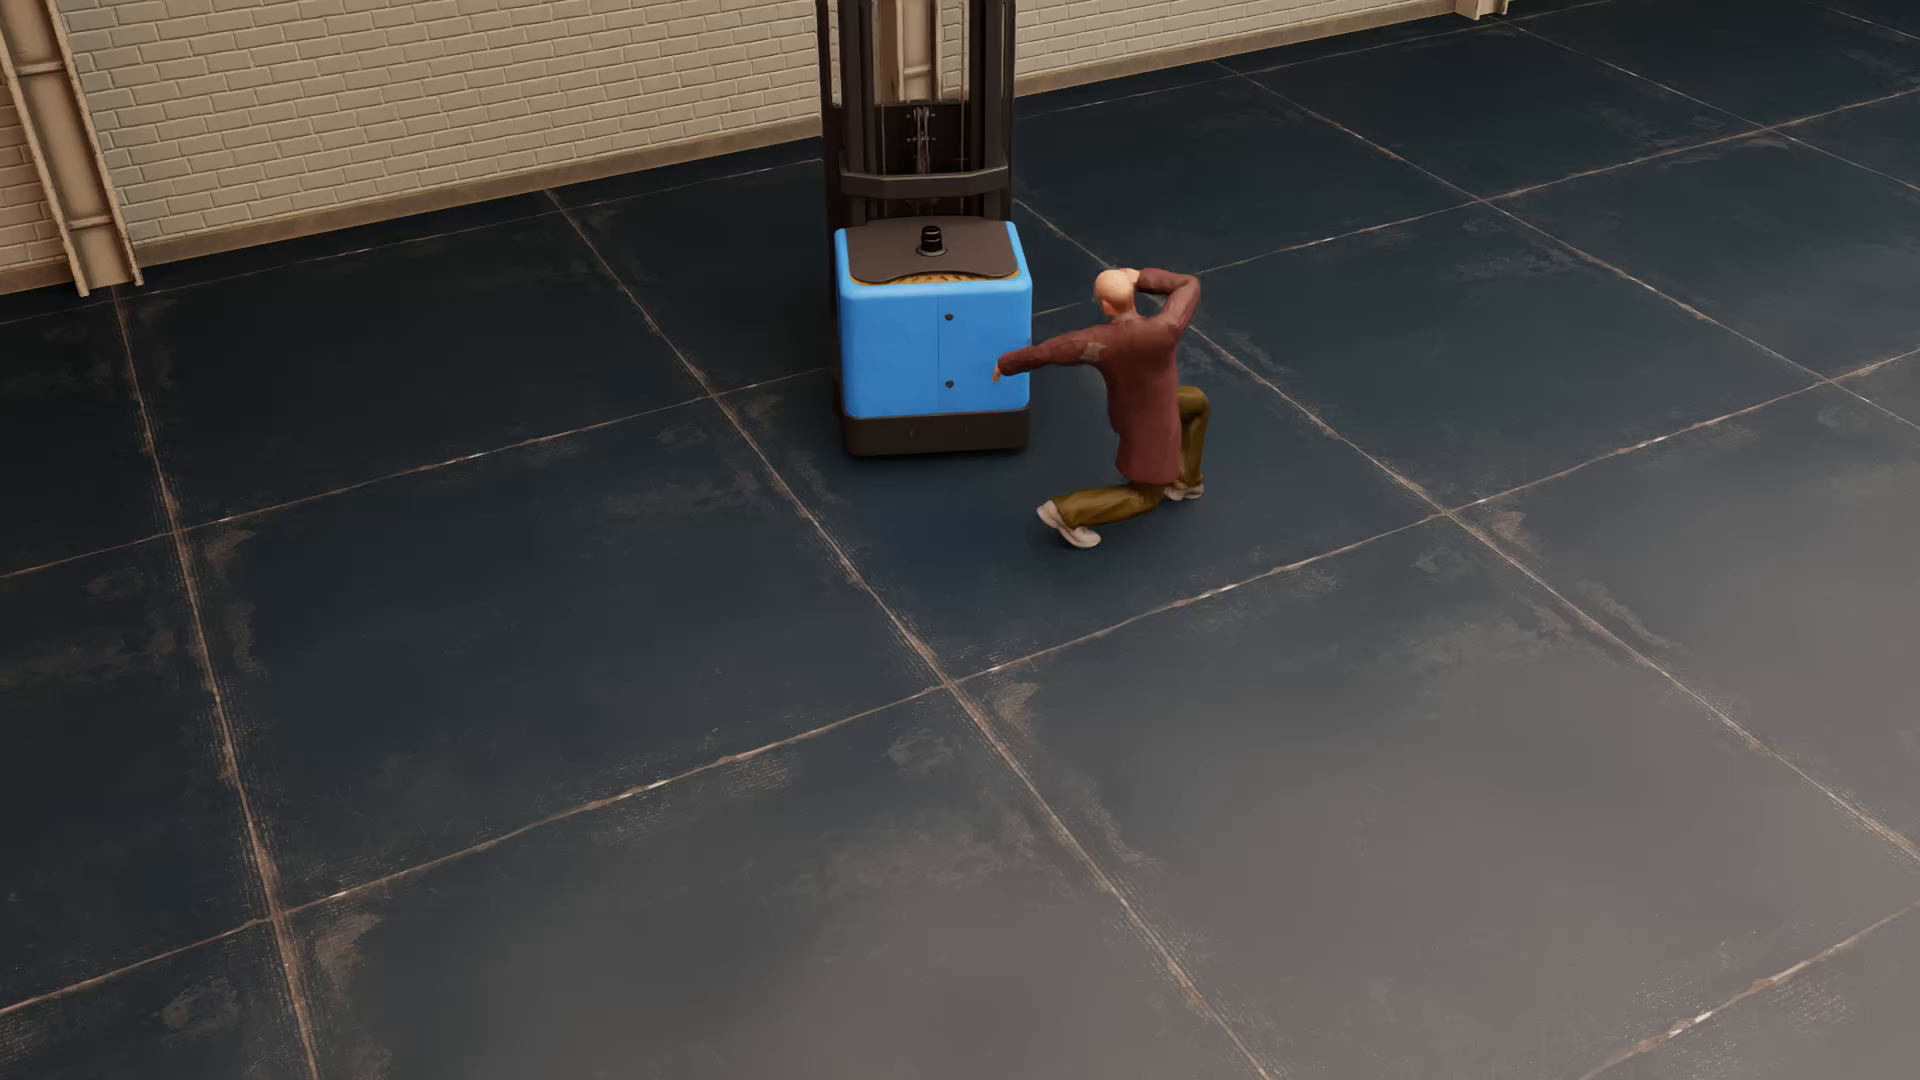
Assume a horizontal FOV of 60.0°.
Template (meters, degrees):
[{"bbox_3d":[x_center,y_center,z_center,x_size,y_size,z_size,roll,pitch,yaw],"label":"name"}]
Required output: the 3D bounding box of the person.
[{"bbox_3d":[0.779,-0.778,8.497,1.055,1.477,0.957,-25,42,-31],"label":"person"}]

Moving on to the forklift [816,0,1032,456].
[{"bbox_3d":[-0.265,-2.495,9.653,1.130,2.935,3.031,-3,35,-5],"label":"forklift"}]
